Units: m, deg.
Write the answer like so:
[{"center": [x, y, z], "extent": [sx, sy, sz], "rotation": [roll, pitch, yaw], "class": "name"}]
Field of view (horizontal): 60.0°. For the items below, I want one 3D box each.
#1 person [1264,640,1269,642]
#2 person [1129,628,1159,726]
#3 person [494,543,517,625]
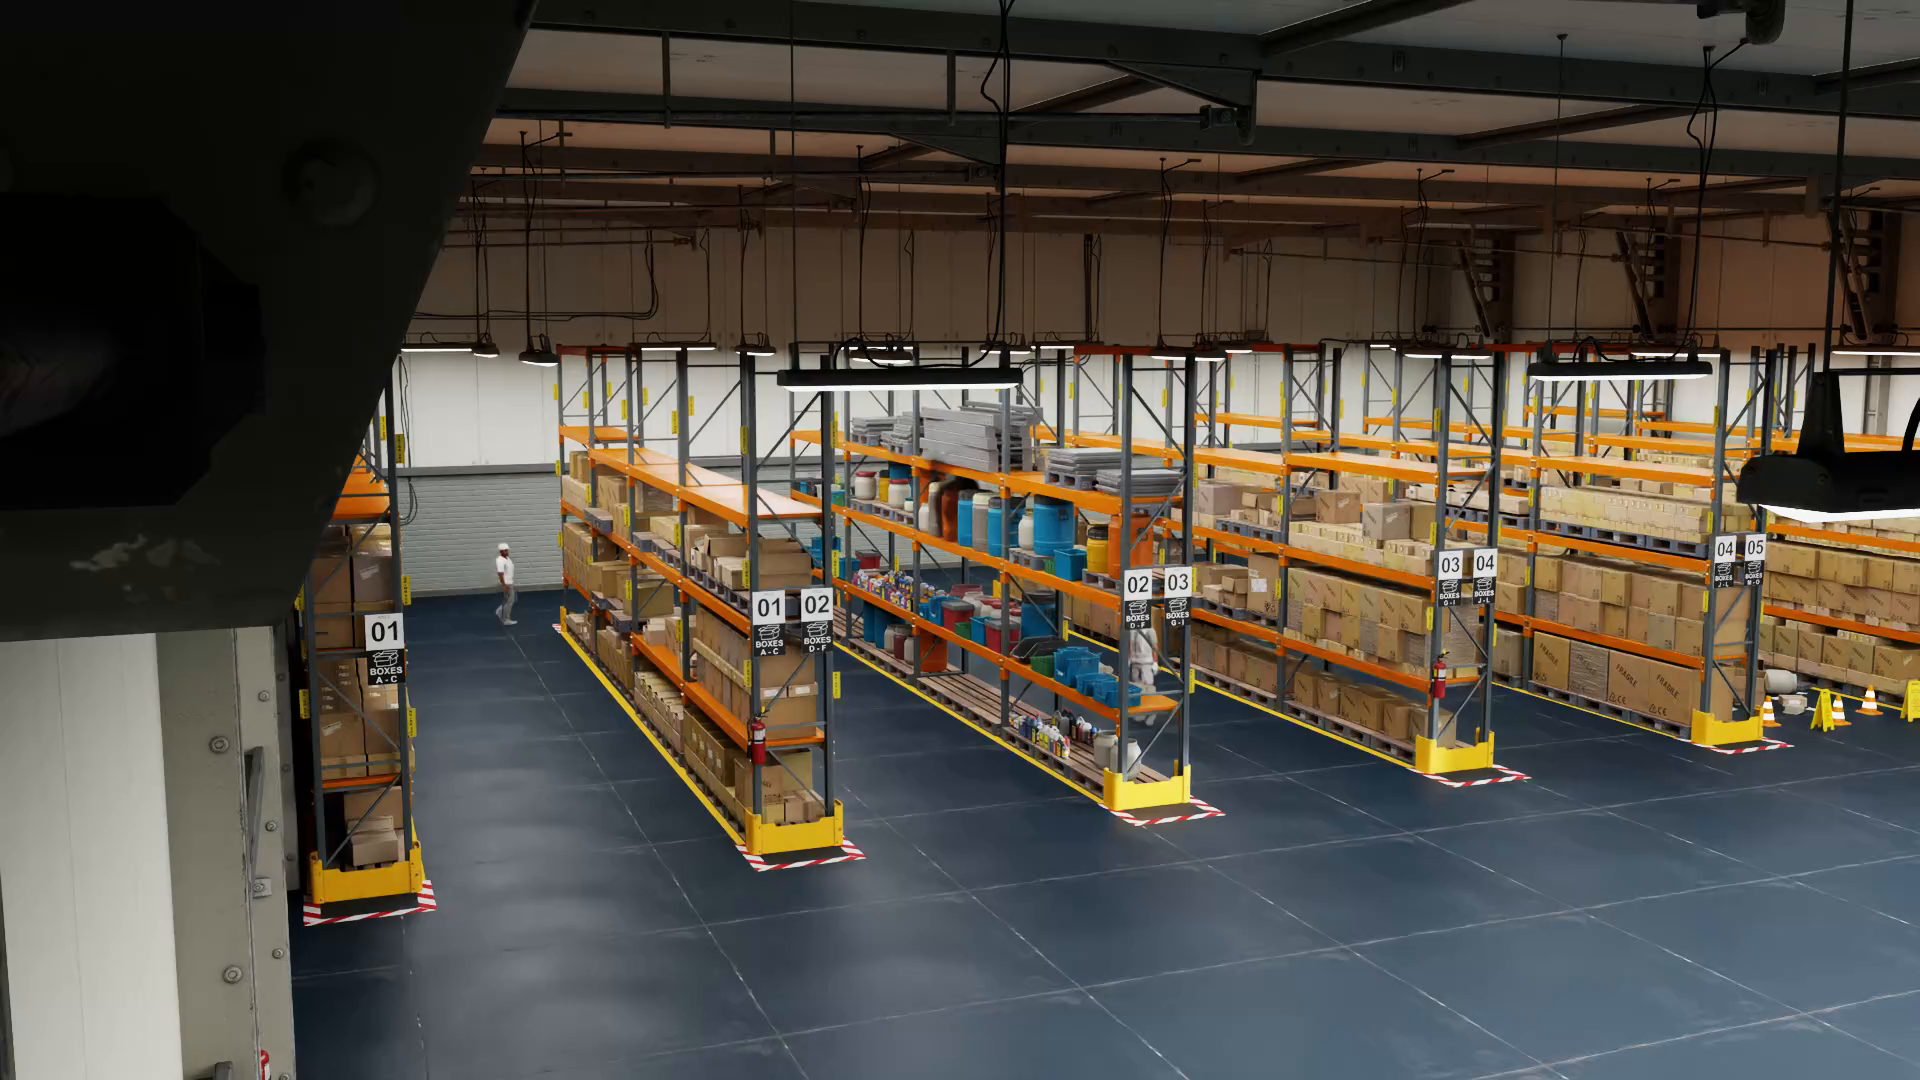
[{"center": [6.307, 1.260, 33.790], "extent": [0.437, 1.577, 0.418], "rotation": [-4, 8, -27], "class": "person"}, {"center": [2.910, 2.023, 26.665], "extent": [0.377, 1.826, 0.619], "rotation": [-6, 9, -40], "class": "person"}, {"center": [-9.693, 0.937, 35.481], "extent": [0.497, 1.753, 0.579], "rotation": [-3, 8, -24], "class": "person"}]
